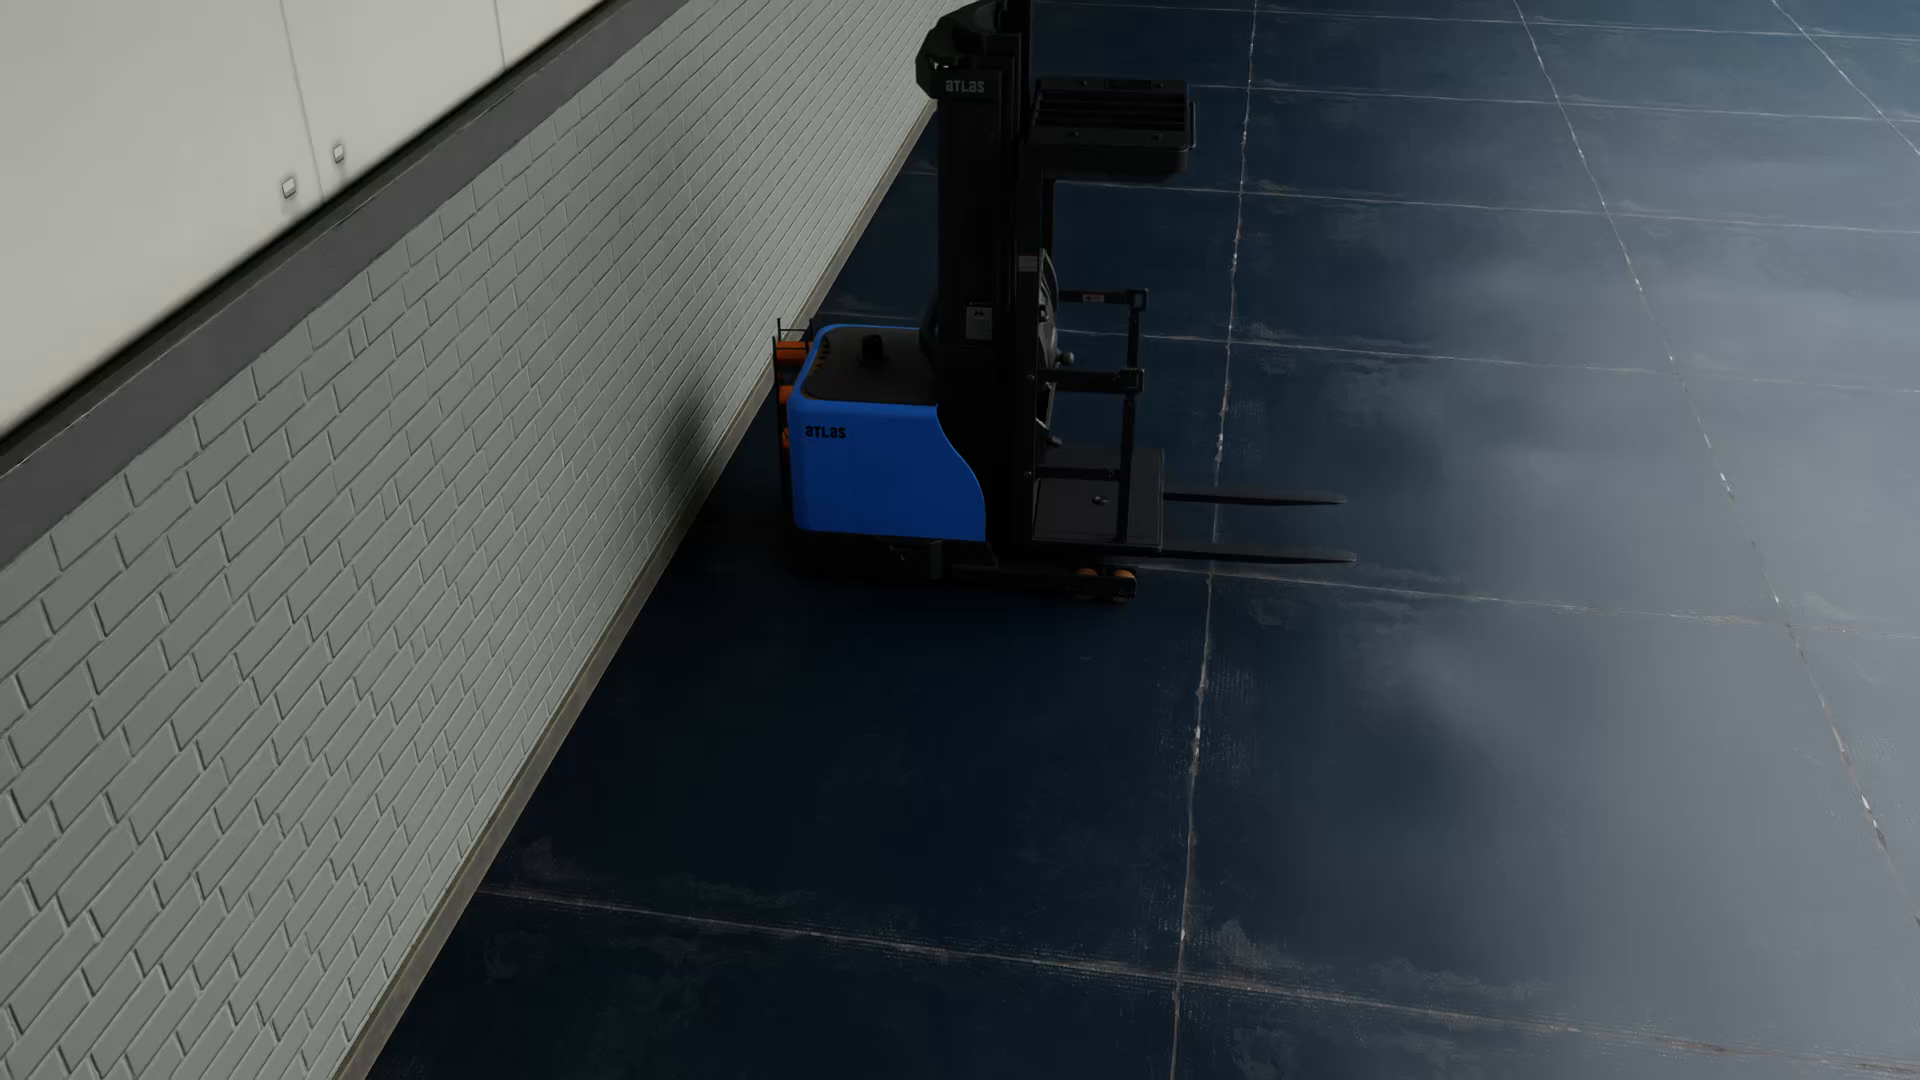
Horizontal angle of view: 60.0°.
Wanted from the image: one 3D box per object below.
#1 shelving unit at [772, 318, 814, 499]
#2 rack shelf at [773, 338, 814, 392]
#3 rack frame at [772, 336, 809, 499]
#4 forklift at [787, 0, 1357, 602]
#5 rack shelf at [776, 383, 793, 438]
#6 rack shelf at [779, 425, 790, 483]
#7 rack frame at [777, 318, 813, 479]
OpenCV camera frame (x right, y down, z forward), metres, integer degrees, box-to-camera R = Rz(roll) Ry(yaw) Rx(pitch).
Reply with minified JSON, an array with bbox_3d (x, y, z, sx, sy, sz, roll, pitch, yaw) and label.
[{"bbox_3d":[-0.943,-0.751,9.634,0.215,1.050,0.252,1,32,1],"label":"shelving unit"},{"bbox_3d":[-0.943,-0.982,9.489,0.215,0.259,0.240,1,32,1],"label":"rack shelf"},{"bbox_3d":[-0.945,-0.686,9.530,0.200,1.050,0.008,1,32,1],"label":"rack frame"},{"bbox_3d":[0.641,-1.212,8.598,3.031,2.935,1.130,3,32,6],"label":"forklift"},{"bbox_3d":[-0.943,-0.742,9.639,0.215,0.259,0.240,1,32,1],"label":"rack shelf"},{"bbox_3d":[-0.943,-0.506,9.787,0.215,0.259,0.240,1,32,1],"label":"rack shelf"},{"bbox_3d":[-0.940,-0.815,9.737,0.200,1.050,0.008,1,32,1],"label":"rack frame"}]
